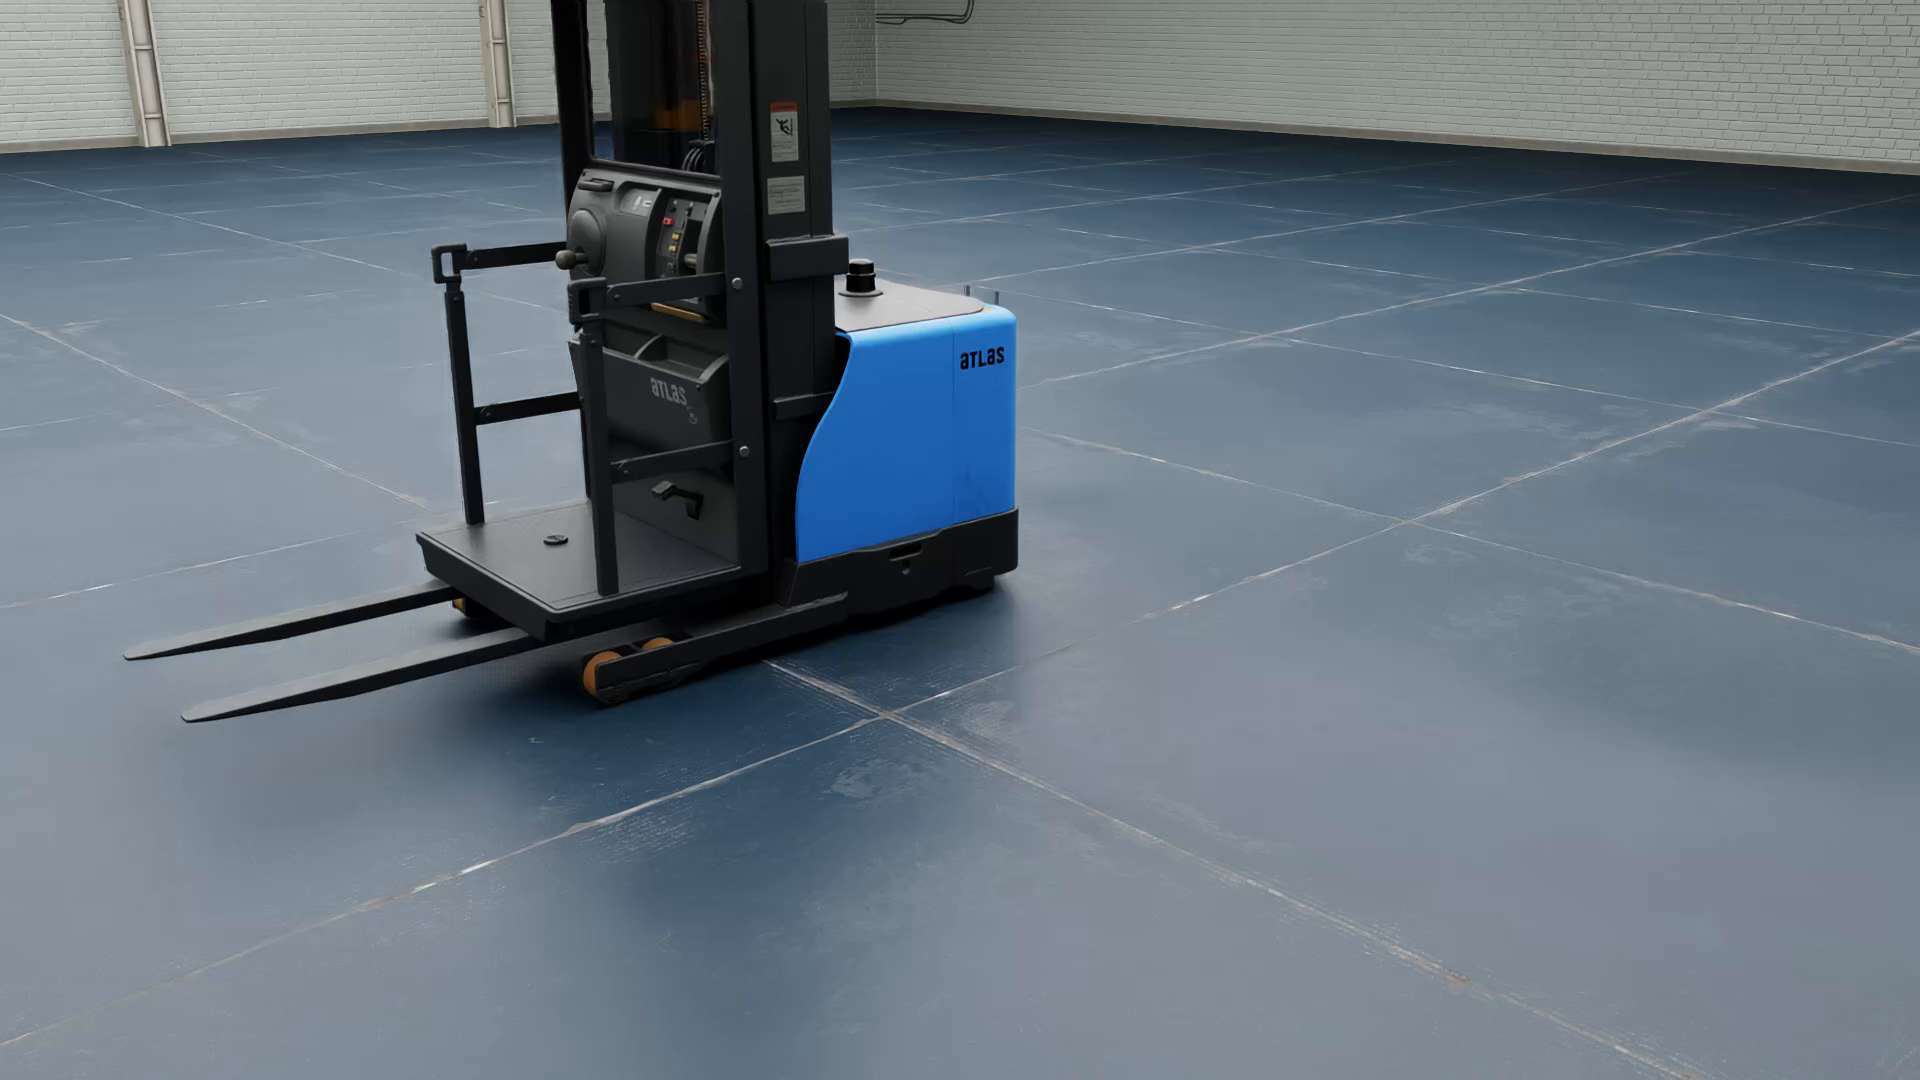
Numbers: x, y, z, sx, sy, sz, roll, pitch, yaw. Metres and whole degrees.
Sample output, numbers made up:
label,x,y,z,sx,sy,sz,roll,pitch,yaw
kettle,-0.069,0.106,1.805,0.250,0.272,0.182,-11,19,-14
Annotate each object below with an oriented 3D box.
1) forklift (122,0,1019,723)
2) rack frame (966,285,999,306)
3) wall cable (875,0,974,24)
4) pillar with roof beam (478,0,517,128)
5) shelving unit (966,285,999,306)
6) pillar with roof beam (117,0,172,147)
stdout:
label,x,y,z,sx,sy,sz,roll,pitch,yaw
forklift,-1.231,-1.049,5.467,3.031,2.935,1.130,-14,23,-38
rack frame,0.090,-0.518,6.881,0.008,1.050,0.200,-14,23,-37
wall cable,-0.815,-11.838,33.940,0.112,2.526,3.097,-16,24,-41
pillar with roof beam,-5.266,-10.751,25.553,0.400,9.000,9.100,-16,24,-41
shelving unit,-0.005,-0.494,6.807,0.252,1.050,0.215,-14,23,-37
pillar with roof beam,-9.626,-9.480,21.632,0.400,9.000,9.100,-16,24,-41
